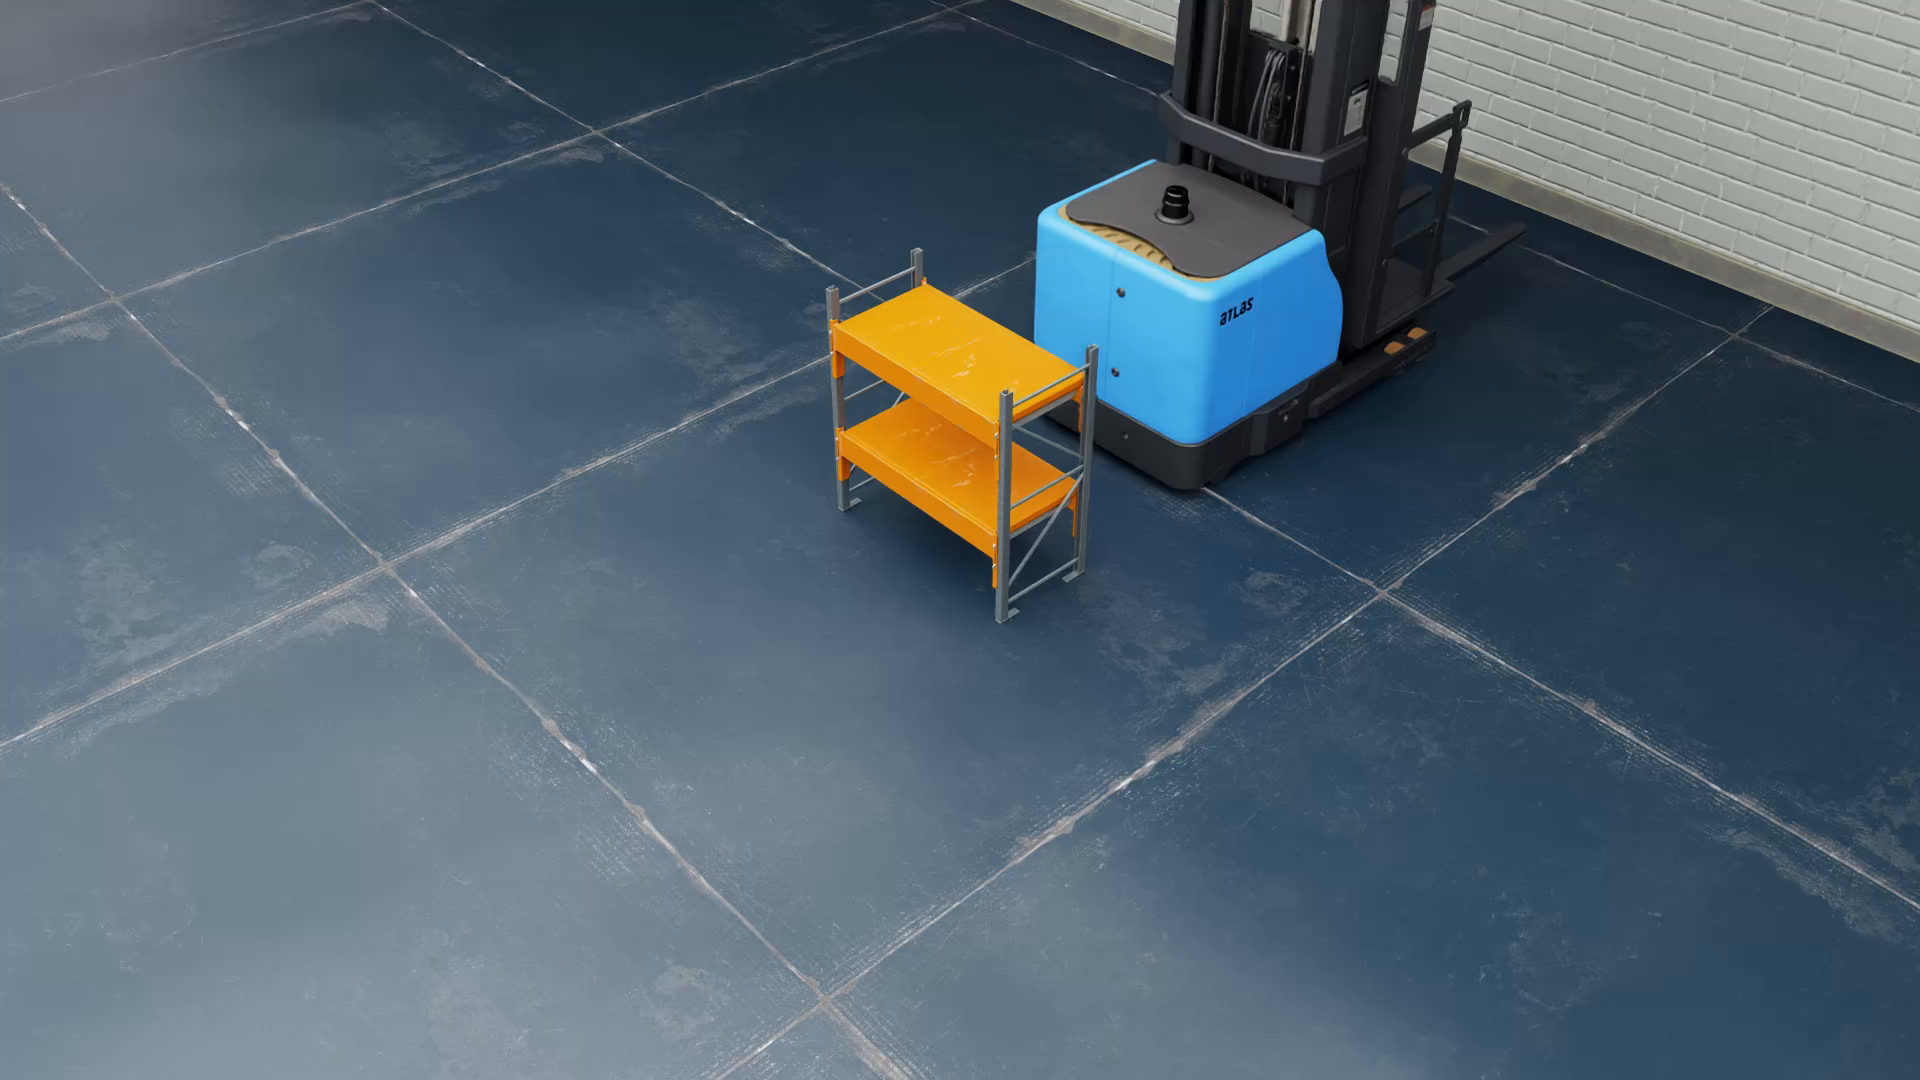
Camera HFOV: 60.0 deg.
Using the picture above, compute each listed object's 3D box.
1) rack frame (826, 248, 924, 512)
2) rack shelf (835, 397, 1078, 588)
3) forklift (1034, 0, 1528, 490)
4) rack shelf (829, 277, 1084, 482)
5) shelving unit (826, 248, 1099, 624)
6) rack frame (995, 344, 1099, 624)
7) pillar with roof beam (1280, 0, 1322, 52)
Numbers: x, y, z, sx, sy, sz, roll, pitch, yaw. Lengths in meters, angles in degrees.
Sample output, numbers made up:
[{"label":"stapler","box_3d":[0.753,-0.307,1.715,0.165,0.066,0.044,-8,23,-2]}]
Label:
[{"label":"rack frame","box_3d":[-0.348,-0.676,7.192,0.500,1.125,0.032,-30,48,-32]},{"label":"rack shelf","box_3d":[-0.005,-0.251,7.054,0.538,0.278,1.000,-30,48,-32]},{"label":"forklift","box_3d":[1.747,-2.171,7.606,3.031,2.935,1.130,-31,48,-32]},{"label":"rack shelf","box_3d":[-0.005,-0.668,6.717,0.538,0.278,1.000,-30,48,-32]},{"label":"shelving unit","box_3d":[-0.005,-0.441,6.900,0.538,1.125,1.048,-30,48,-32]},{"label":"rack frame","box_3d":[0.339,-0.205,6.609,0.500,1.125,0.032,-30,48,-32]},{"label":"pillar with roof beam","box_3d":[-0.984,-4.248,5.347,9.100,9.000,0.400,-30,48,-32]}]
